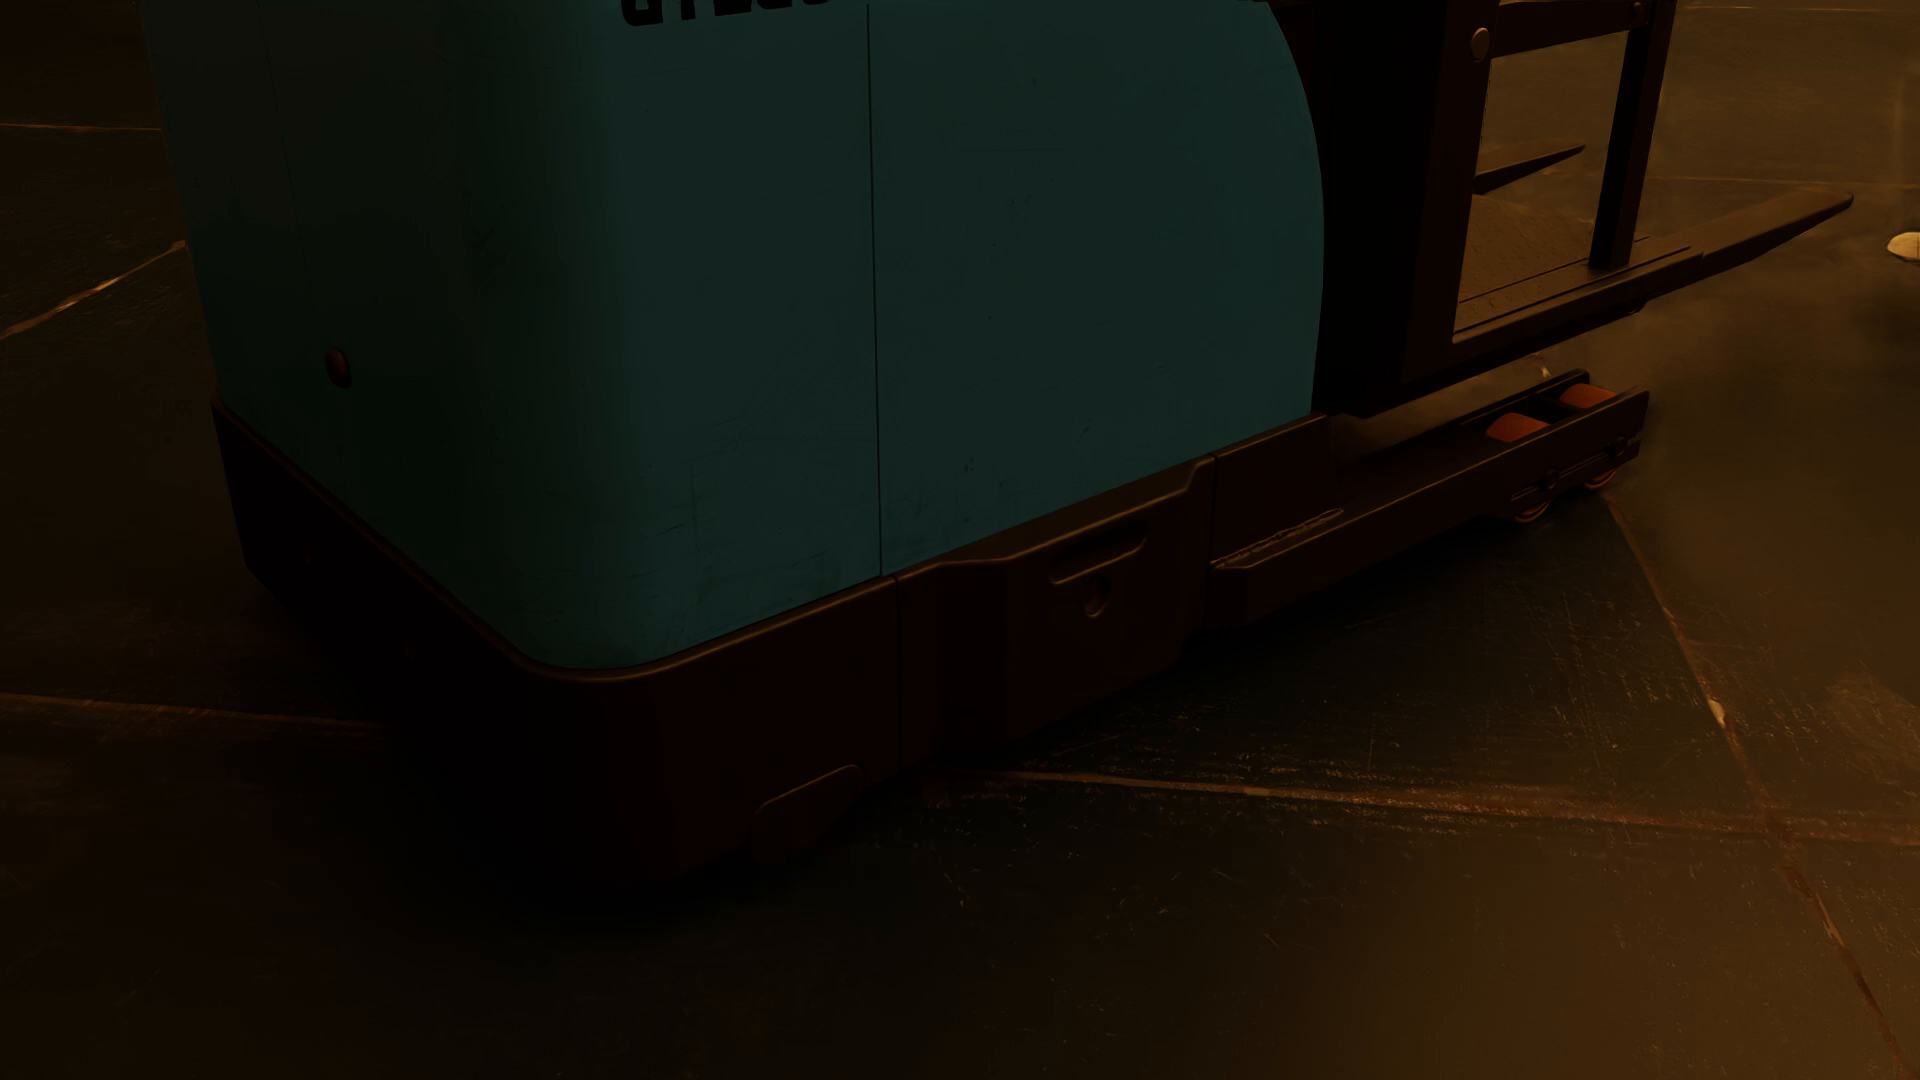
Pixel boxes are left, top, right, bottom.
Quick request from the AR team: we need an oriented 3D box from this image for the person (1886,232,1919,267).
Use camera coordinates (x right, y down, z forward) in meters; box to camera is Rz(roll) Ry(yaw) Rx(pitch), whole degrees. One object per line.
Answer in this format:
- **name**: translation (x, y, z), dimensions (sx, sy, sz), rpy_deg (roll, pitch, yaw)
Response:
- **person**: translation (2.394, -1.202, 3.278), dimensions (1.231, 1.476, 0.795), rpy_deg (-1, 27, -2)

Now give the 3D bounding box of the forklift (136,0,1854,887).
- **forklift**: translation (0.465, -1.497, 2.218), dimensions (3.031, 2.935, 1.130), rpy_deg (-21, 33, -35)
